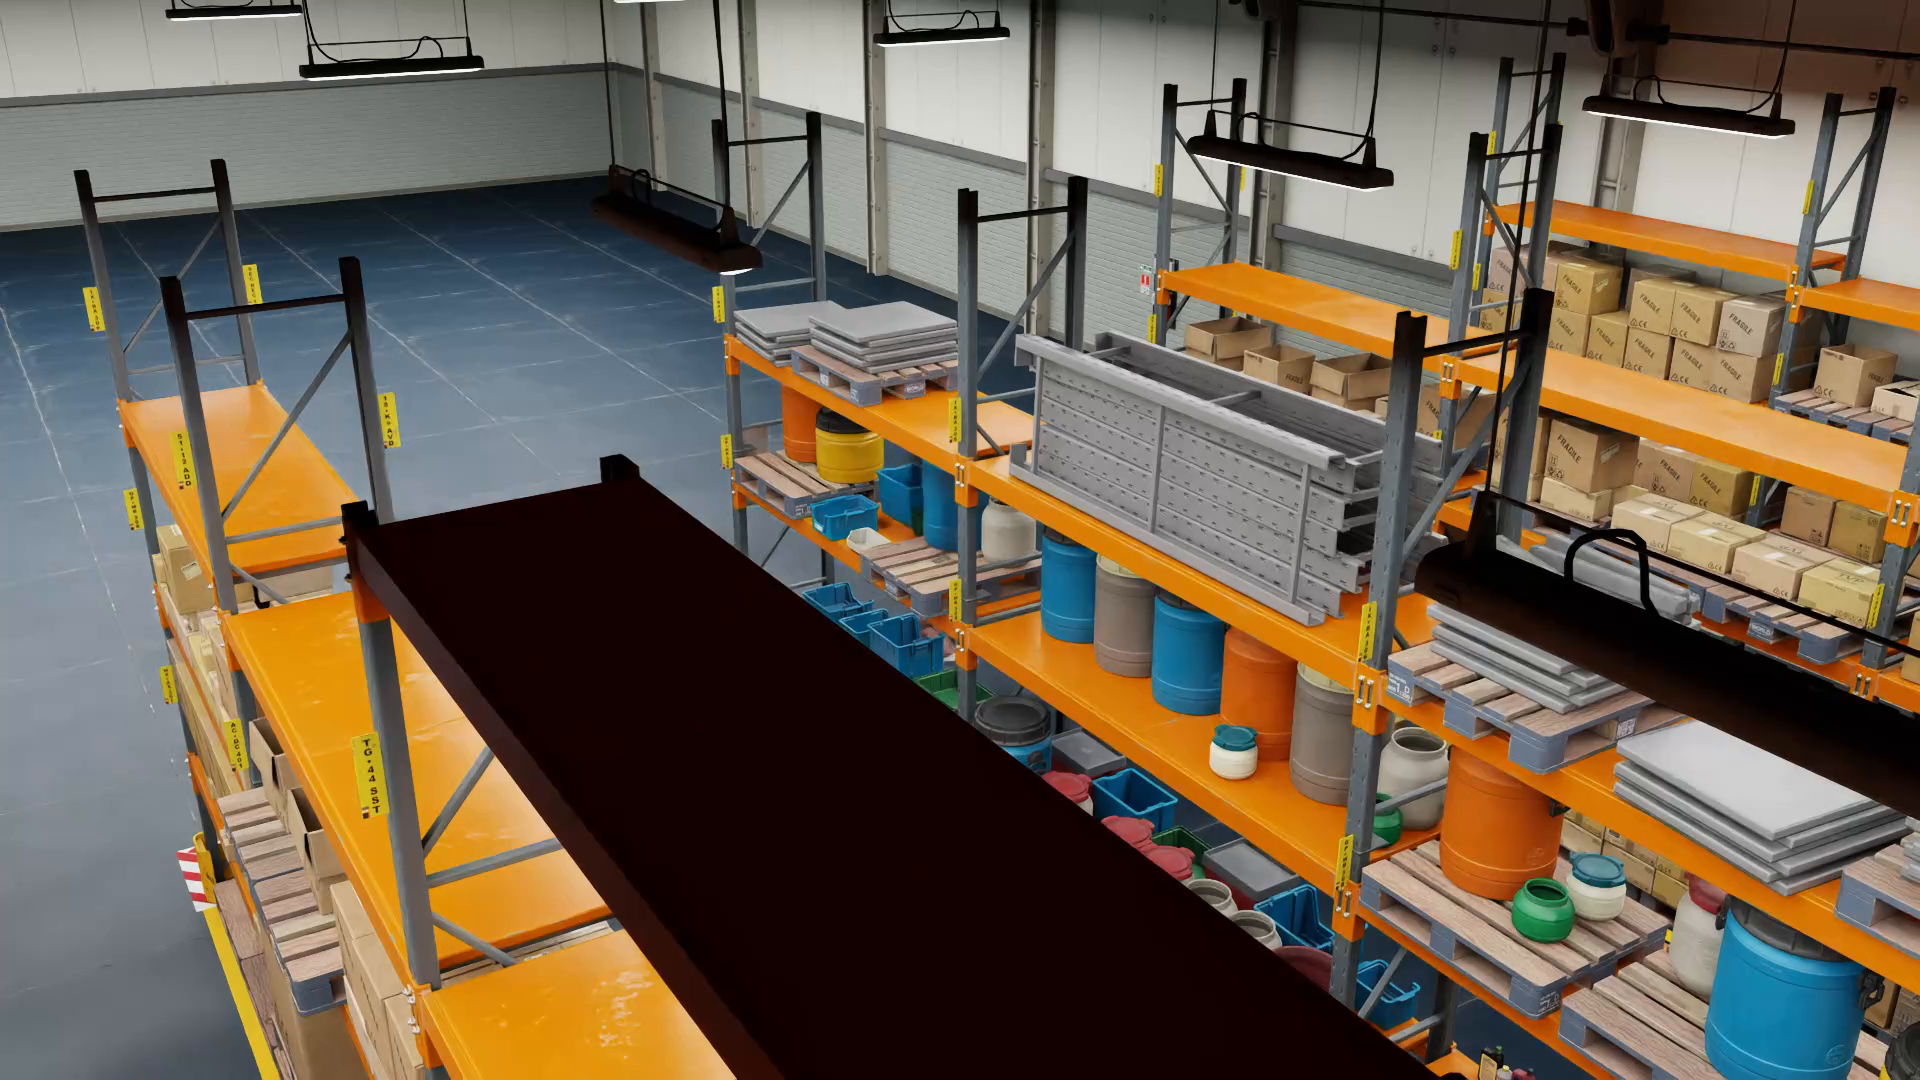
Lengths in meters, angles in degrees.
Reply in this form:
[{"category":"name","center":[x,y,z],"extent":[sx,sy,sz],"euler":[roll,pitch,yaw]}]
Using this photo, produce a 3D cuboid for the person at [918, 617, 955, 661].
[{"category":"person","center":[-0.238,0.609,17.288],"extent":[0.537,1.581,0.472],"euler":[5,22,13]}]
